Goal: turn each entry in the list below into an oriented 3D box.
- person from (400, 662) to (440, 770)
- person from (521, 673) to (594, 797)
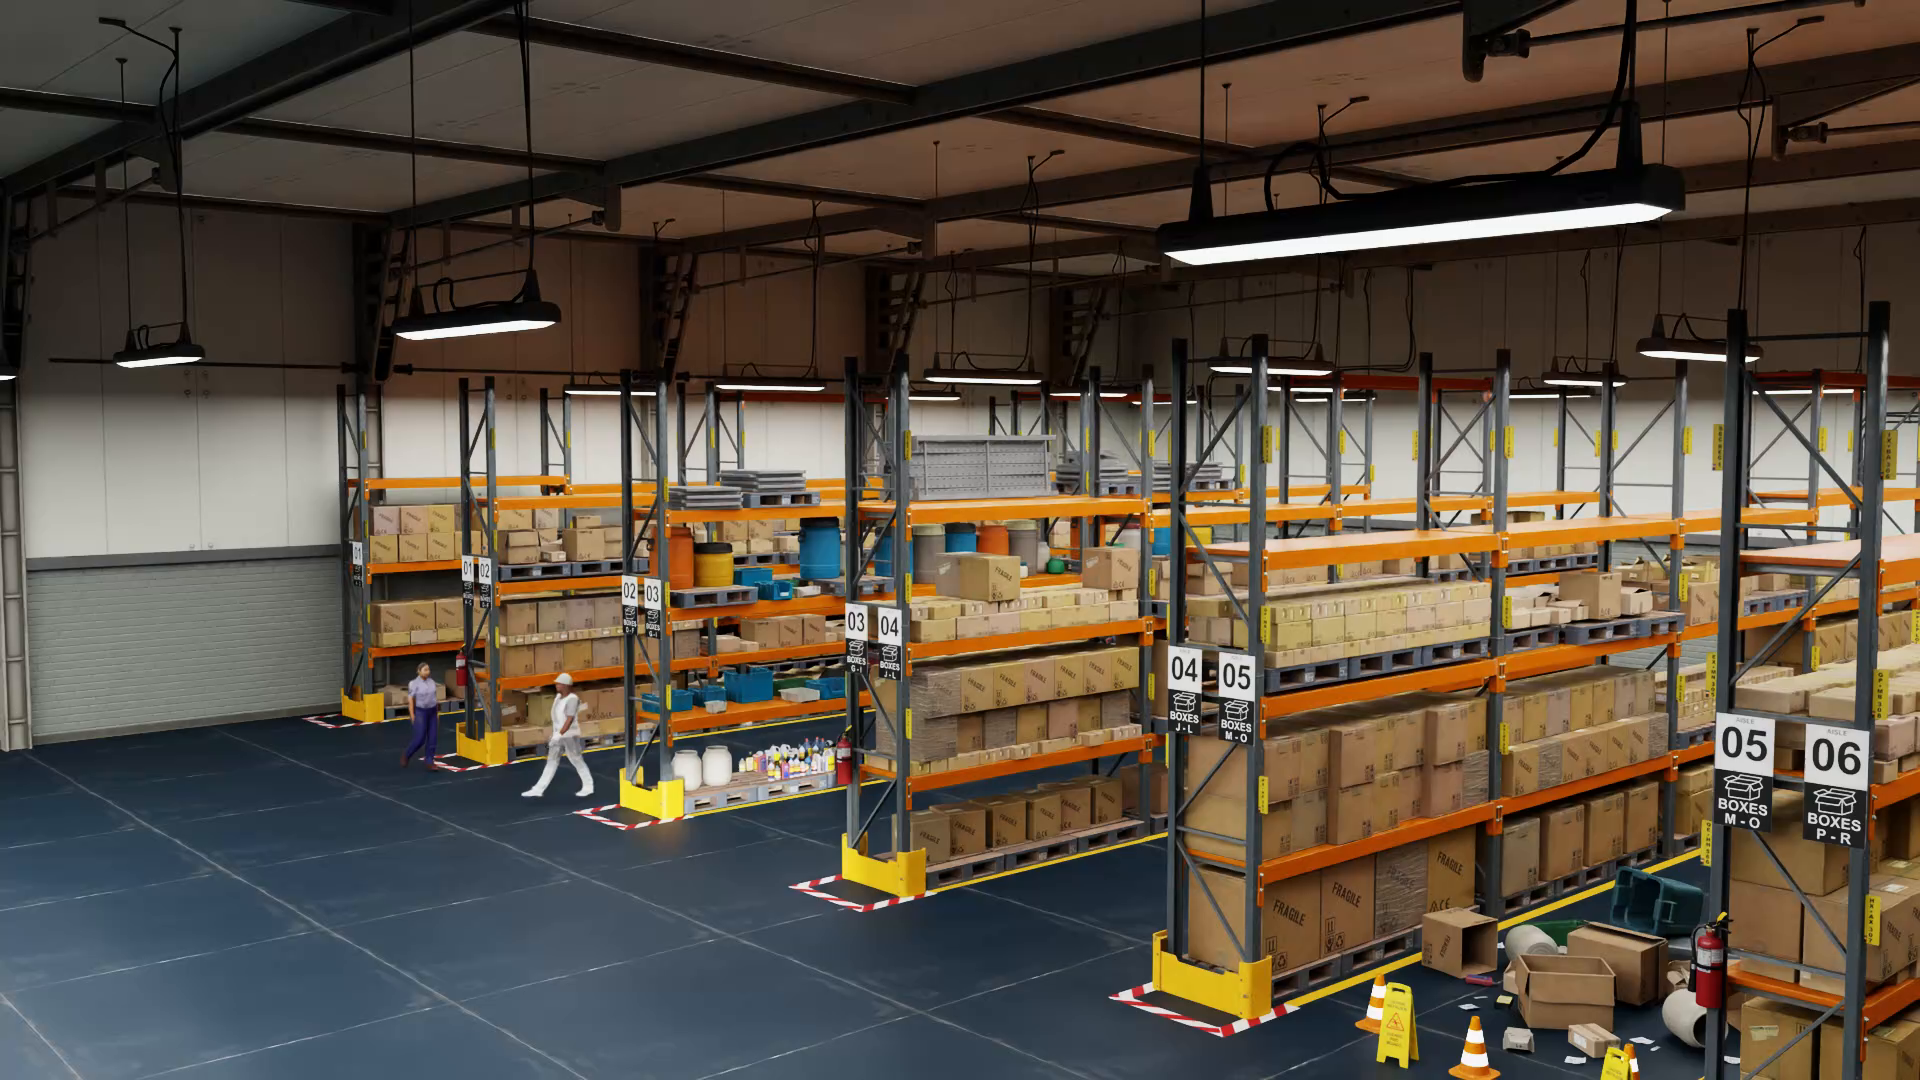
[{"bbox_3d":[-8.183,2.673,25.269,0.565,1.638,0.517,2,4,32],"label":"person"},{"bbox_3d":[-5.619,2.741,23.220,1.025,1.738,0.575,-3,5,-40],"label":"person"}]
